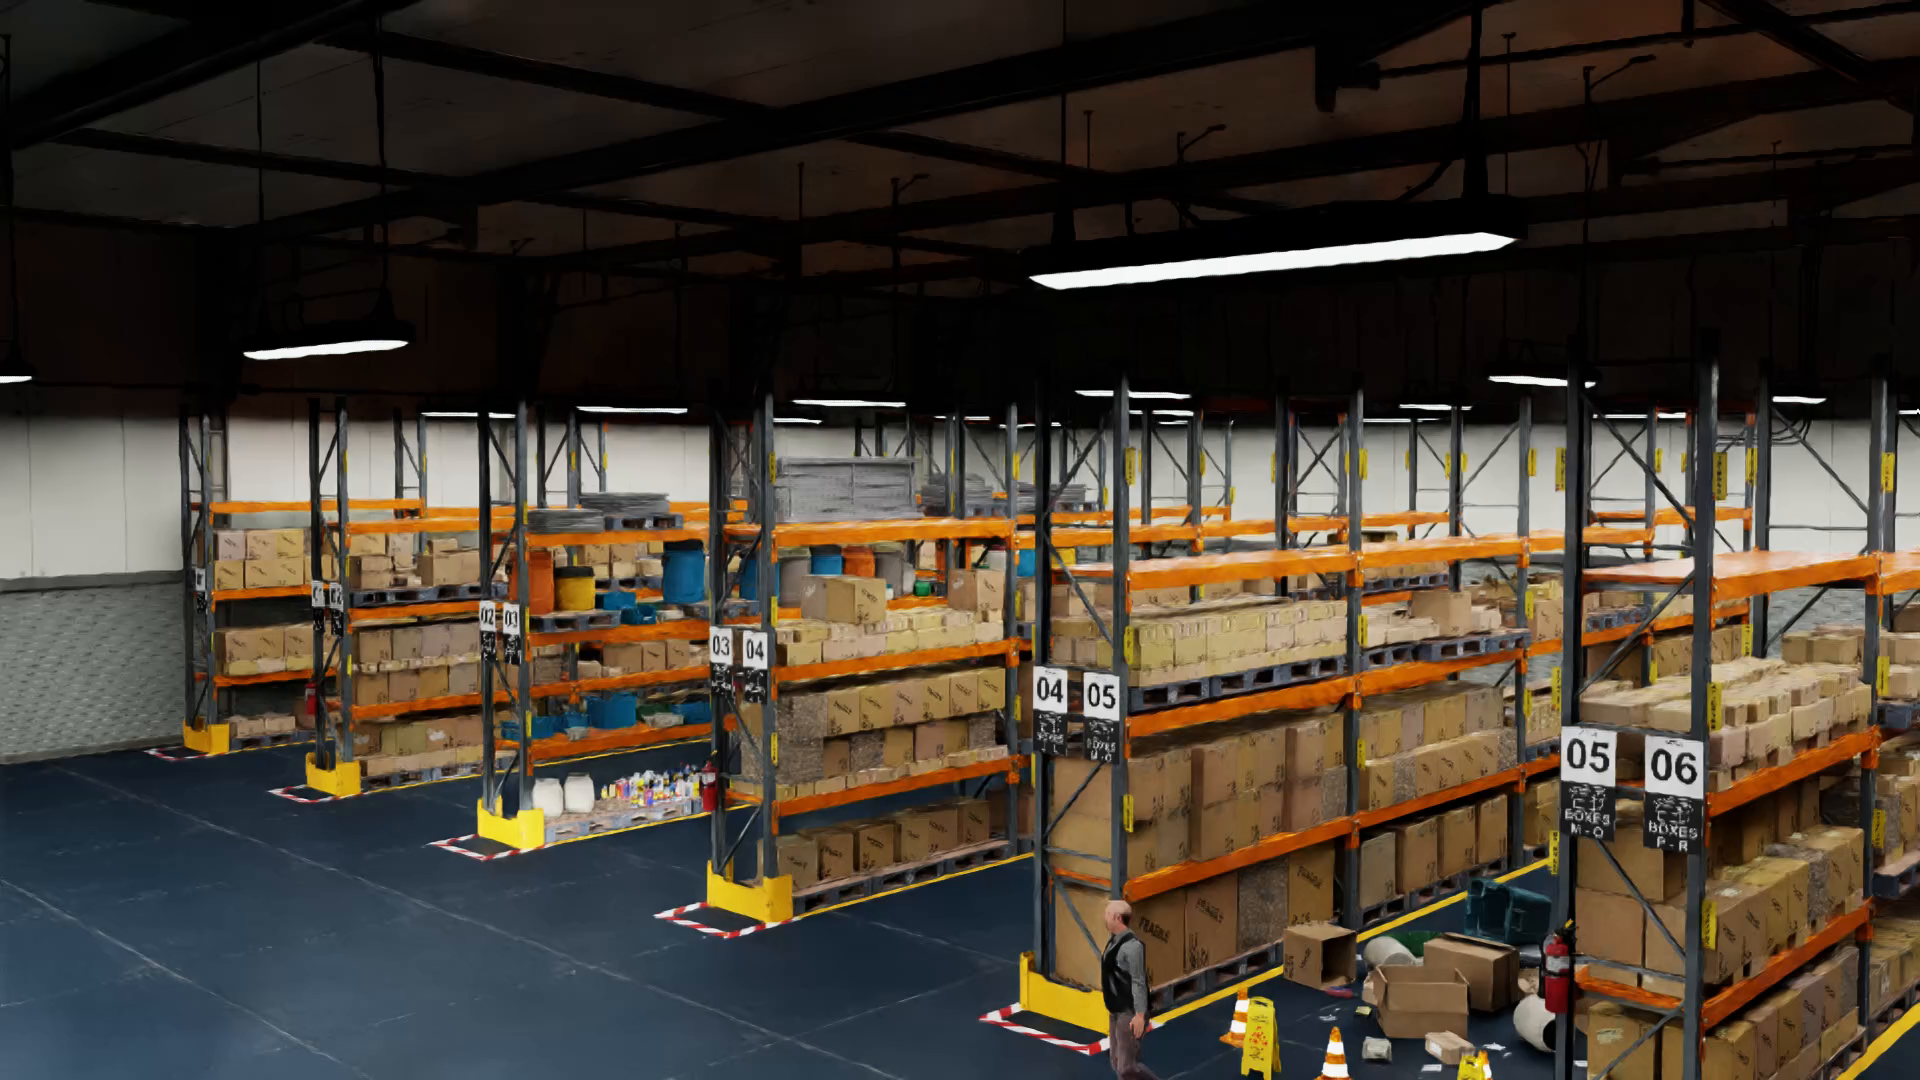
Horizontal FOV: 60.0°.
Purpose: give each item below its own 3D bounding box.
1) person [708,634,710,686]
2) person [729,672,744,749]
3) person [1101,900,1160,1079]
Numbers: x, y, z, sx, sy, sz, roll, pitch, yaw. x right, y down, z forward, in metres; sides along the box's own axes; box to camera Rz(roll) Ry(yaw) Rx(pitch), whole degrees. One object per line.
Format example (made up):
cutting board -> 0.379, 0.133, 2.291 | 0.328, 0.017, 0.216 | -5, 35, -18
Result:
person -> -4.962, 2.506, 34.267 | 0.677, 1.726, 0.569 | 3, 4, 41
person -> -3.872, 2.754, 28.829 | 0.444, 1.781, 0.600 | 1, 3, 18
person -> 1.365, 3.633, 12.838 | 0.536, 1.712, 0.579 | -1, 3, -10
